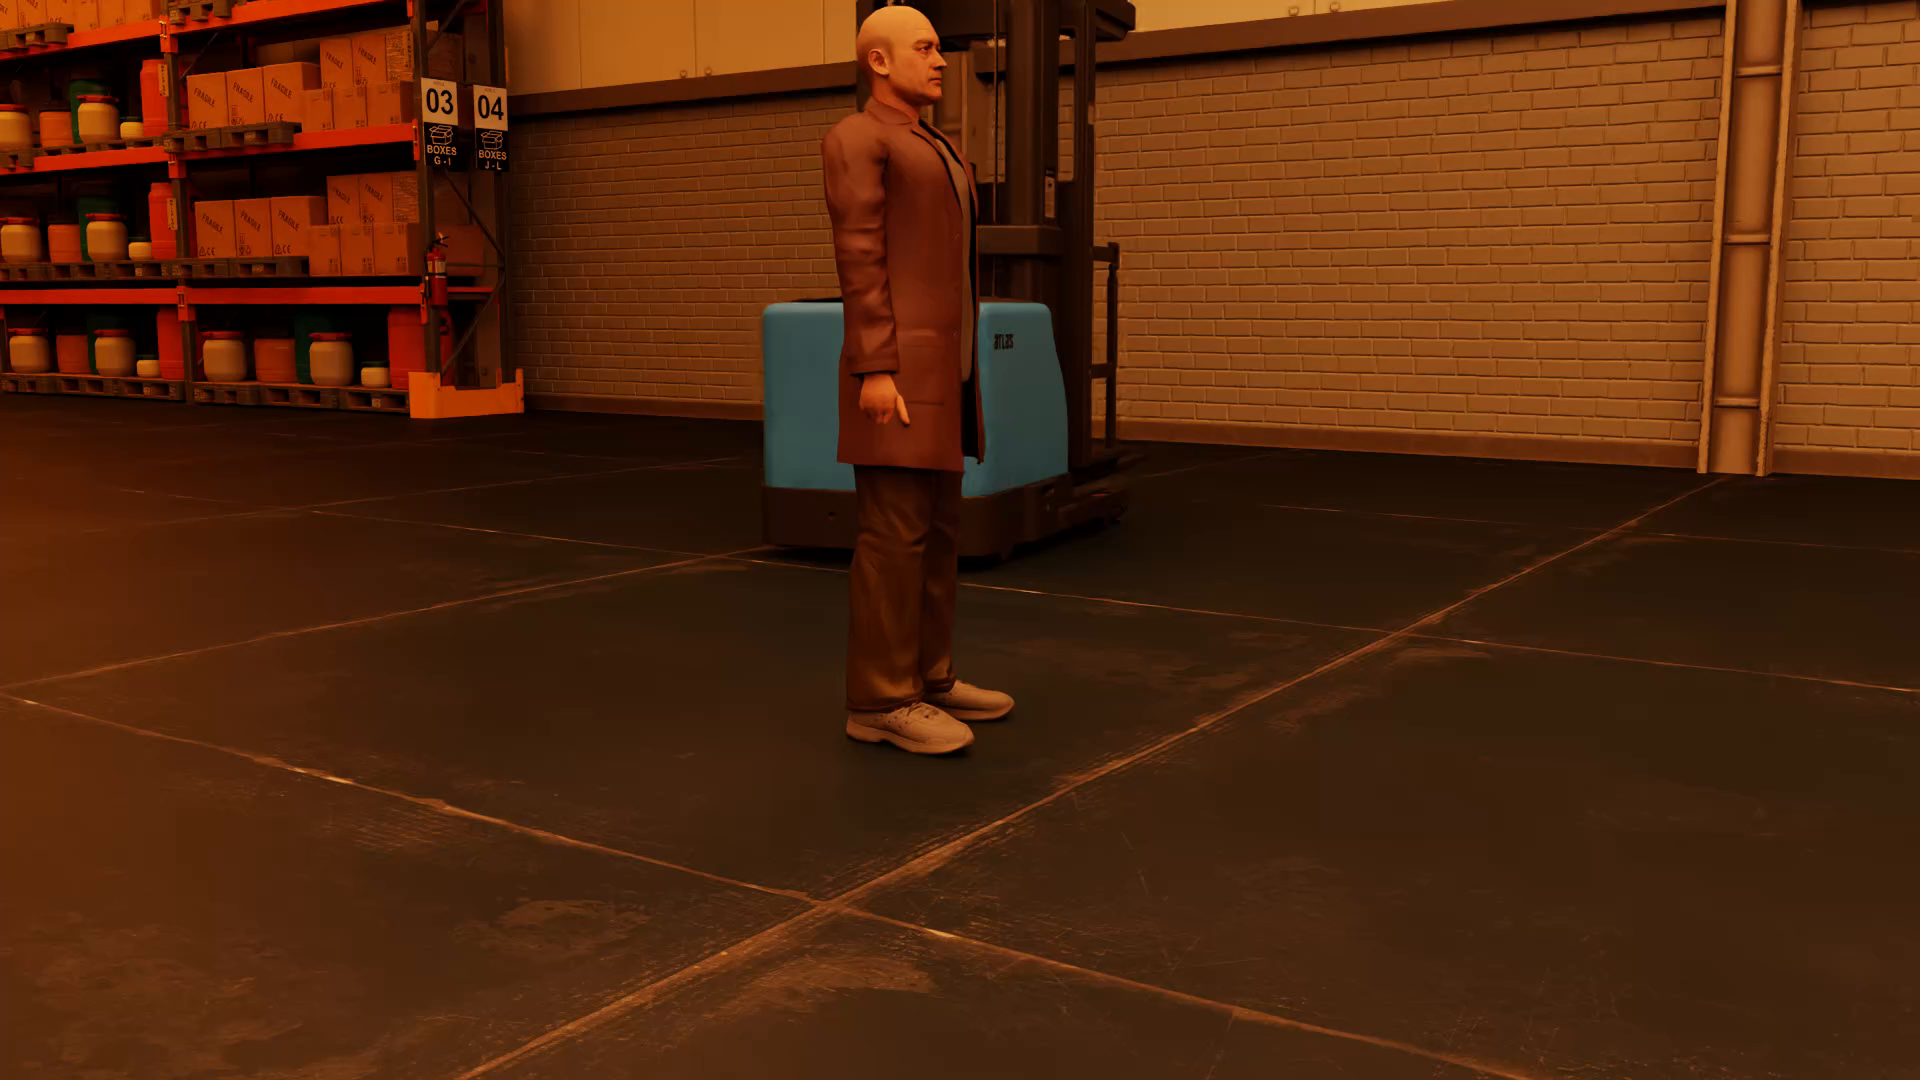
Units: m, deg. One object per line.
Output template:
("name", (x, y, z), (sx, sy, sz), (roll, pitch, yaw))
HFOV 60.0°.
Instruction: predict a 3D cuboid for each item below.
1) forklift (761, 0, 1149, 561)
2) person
("forklift", (0.186, -1.535, 7.986), (1.130, 2.935, 3.031), (3, 9, 22))
("person", (-0.086, -0.402, 4.112), (0.390, 1.782, 0.556), (3, 8, 18))
